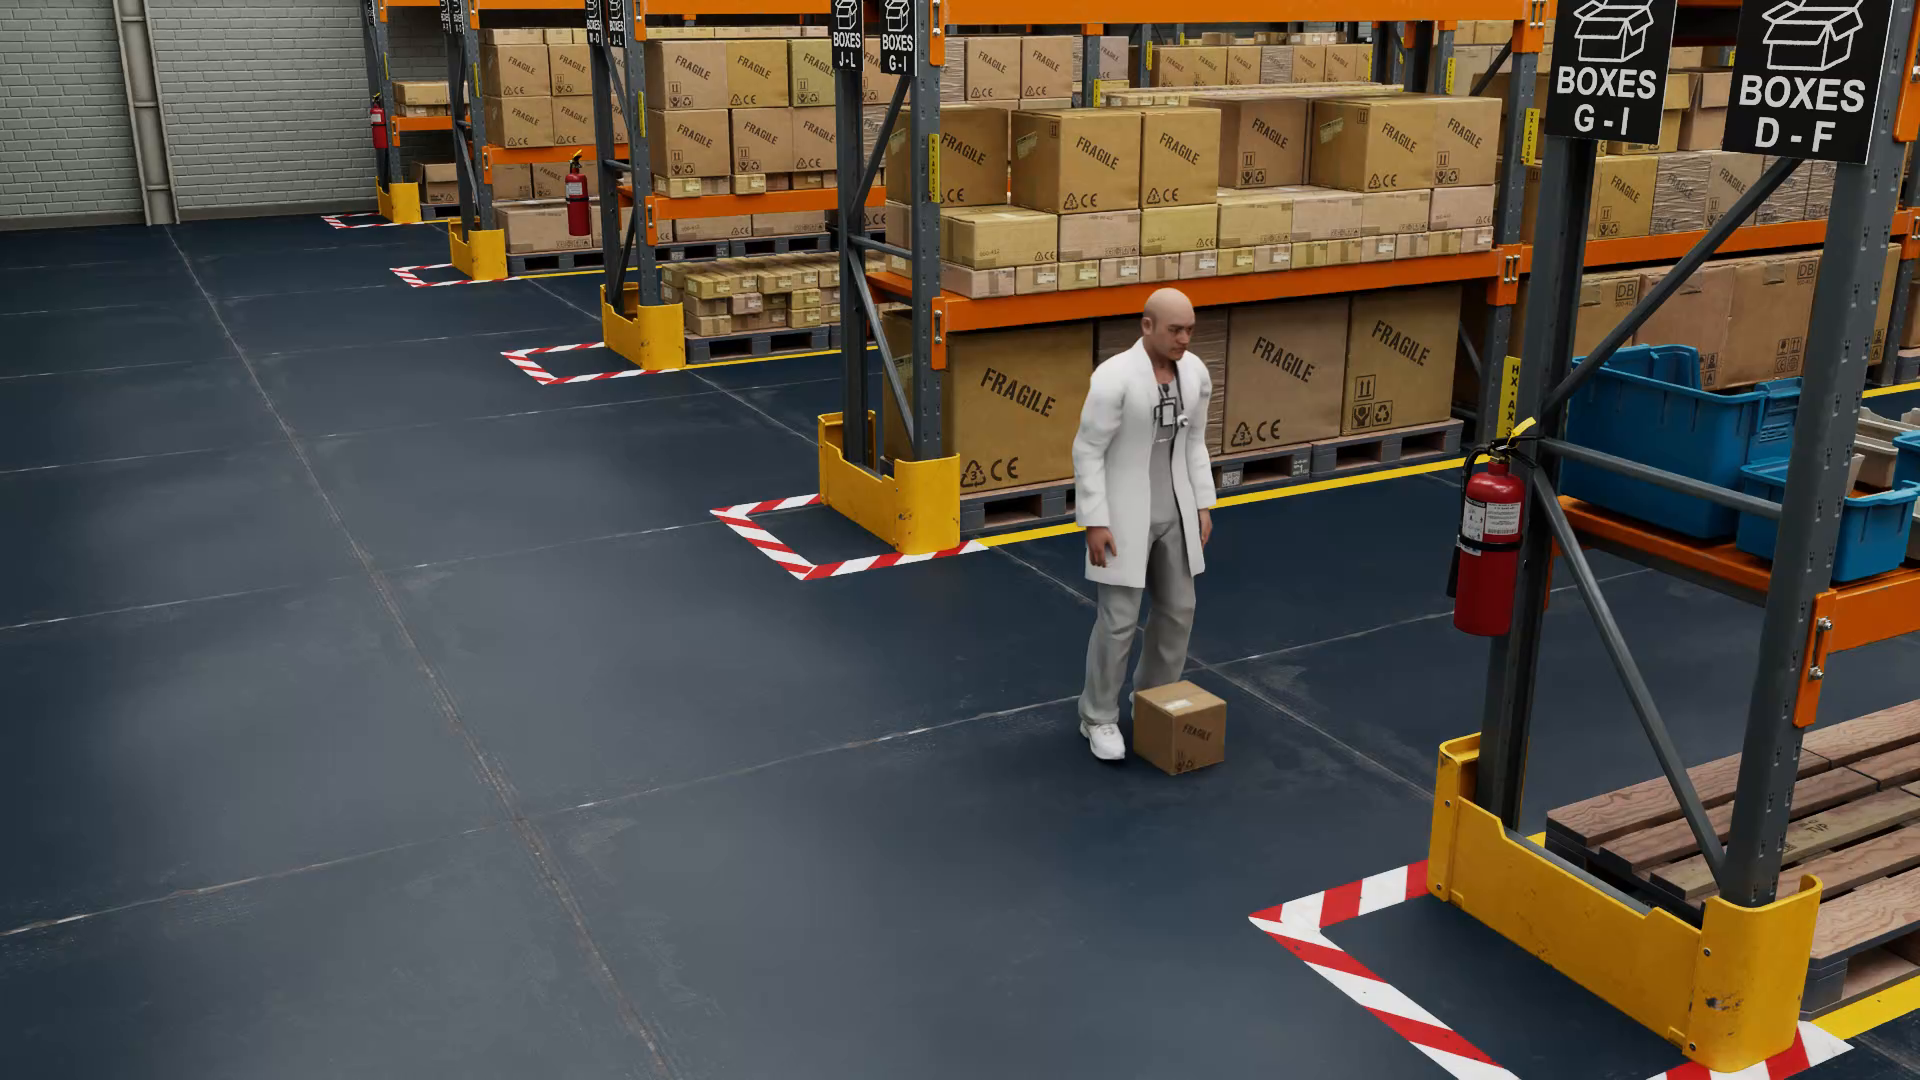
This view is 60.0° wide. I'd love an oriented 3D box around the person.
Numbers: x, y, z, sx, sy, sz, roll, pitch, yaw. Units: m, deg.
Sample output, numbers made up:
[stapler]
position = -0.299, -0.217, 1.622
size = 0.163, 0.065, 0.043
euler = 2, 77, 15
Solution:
[person]
position = 0.714, -0.062, 6.325
size = 0.635, 1.739, 0.427
euler = -10, 21, -29
